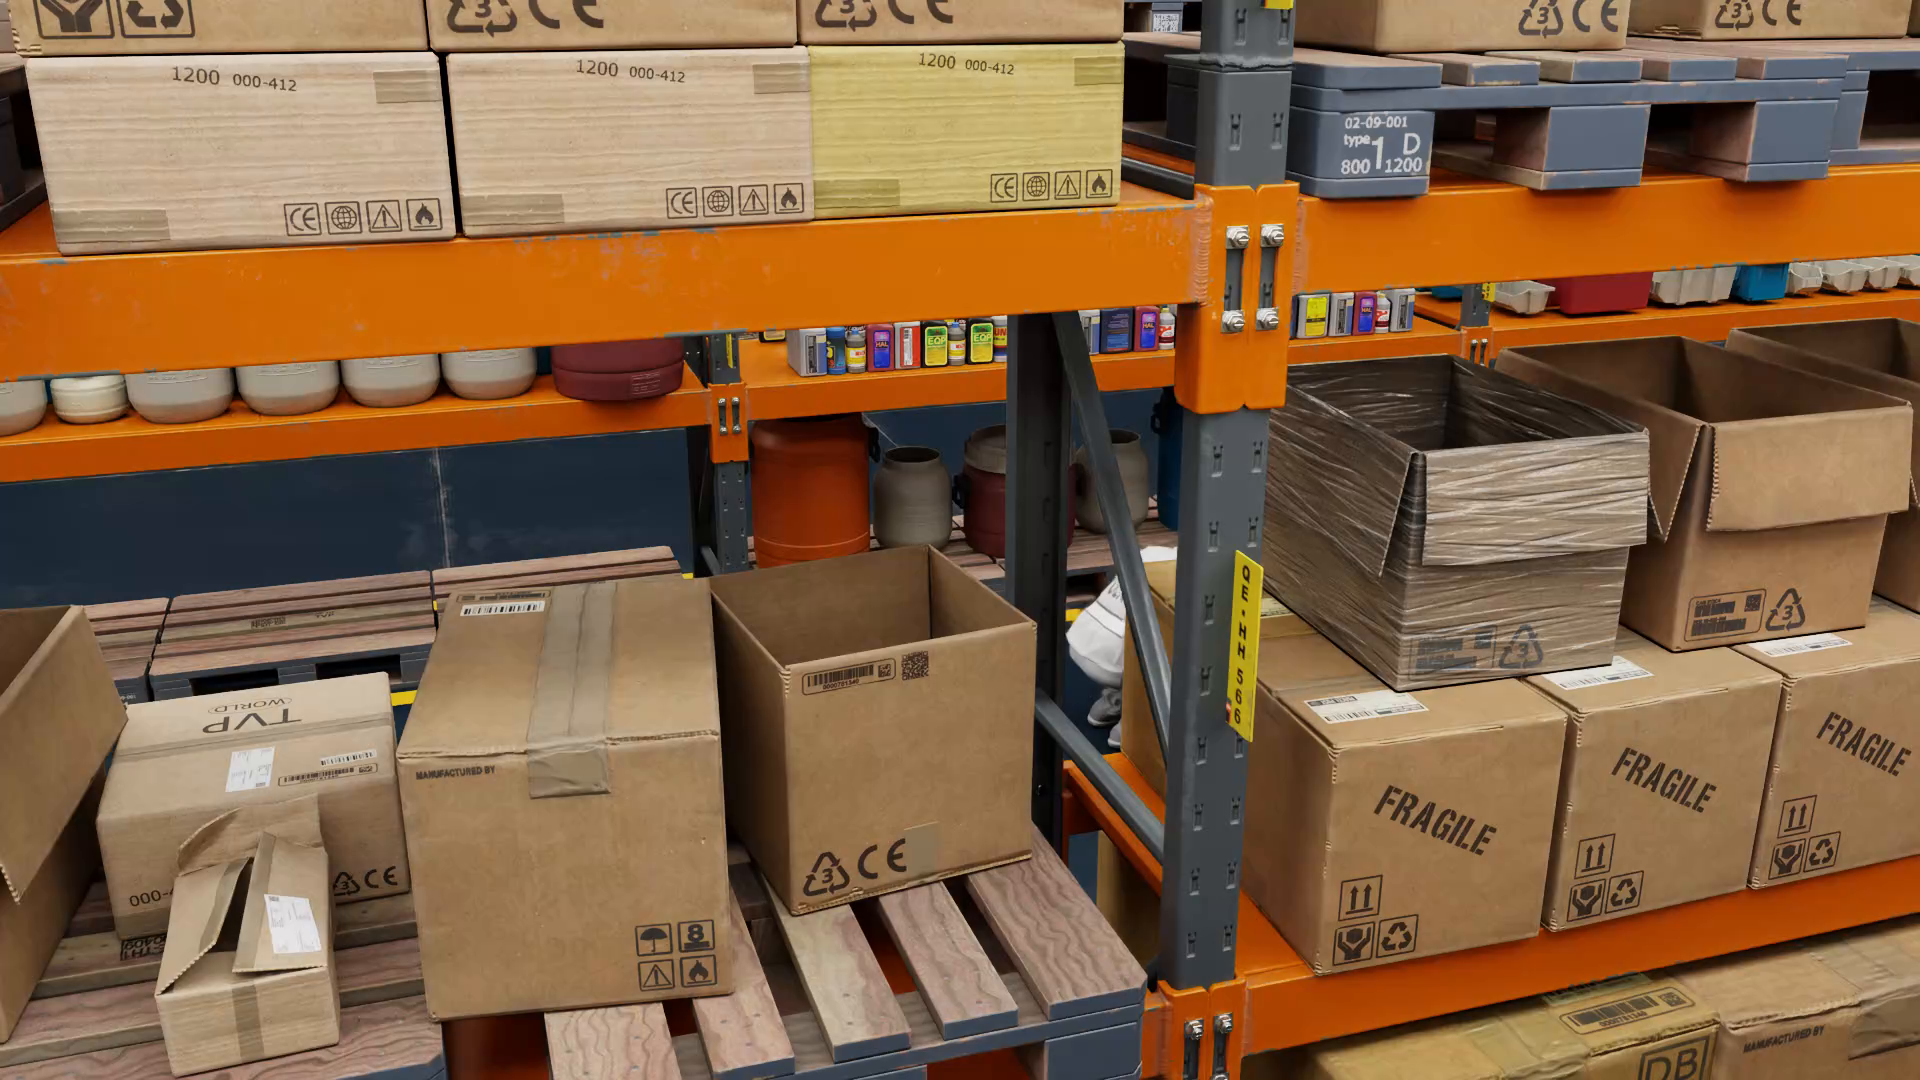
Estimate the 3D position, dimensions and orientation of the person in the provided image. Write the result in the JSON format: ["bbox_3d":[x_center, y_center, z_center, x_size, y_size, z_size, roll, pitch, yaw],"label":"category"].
[{"bbox_3d":[0.862,0.369,7.096,0.829,0.961,0.494,-6,20,-17],"label":"person"}]
